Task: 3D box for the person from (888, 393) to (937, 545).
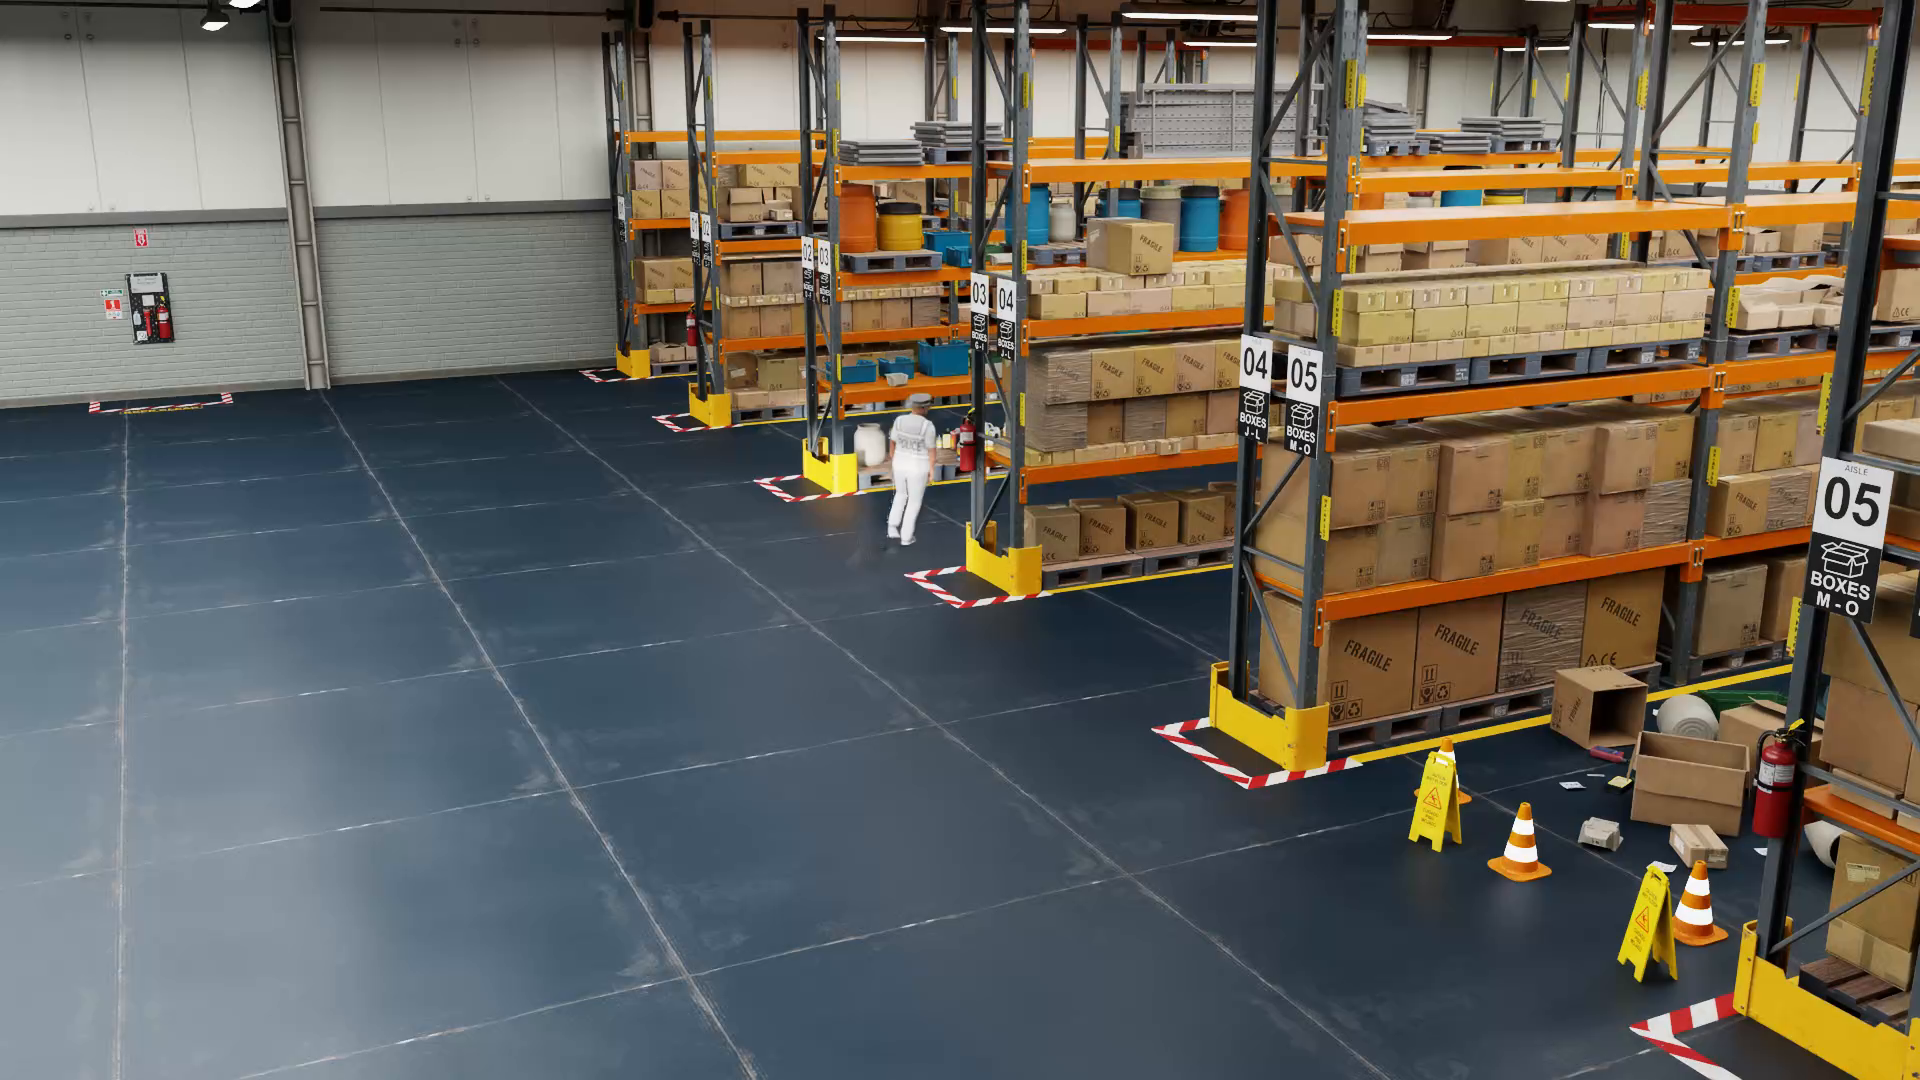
[{"bbox_3d":[-0.520,-0.793,18.739,0.597,1.740,0.438,7,17,25],"label":"person"}]
